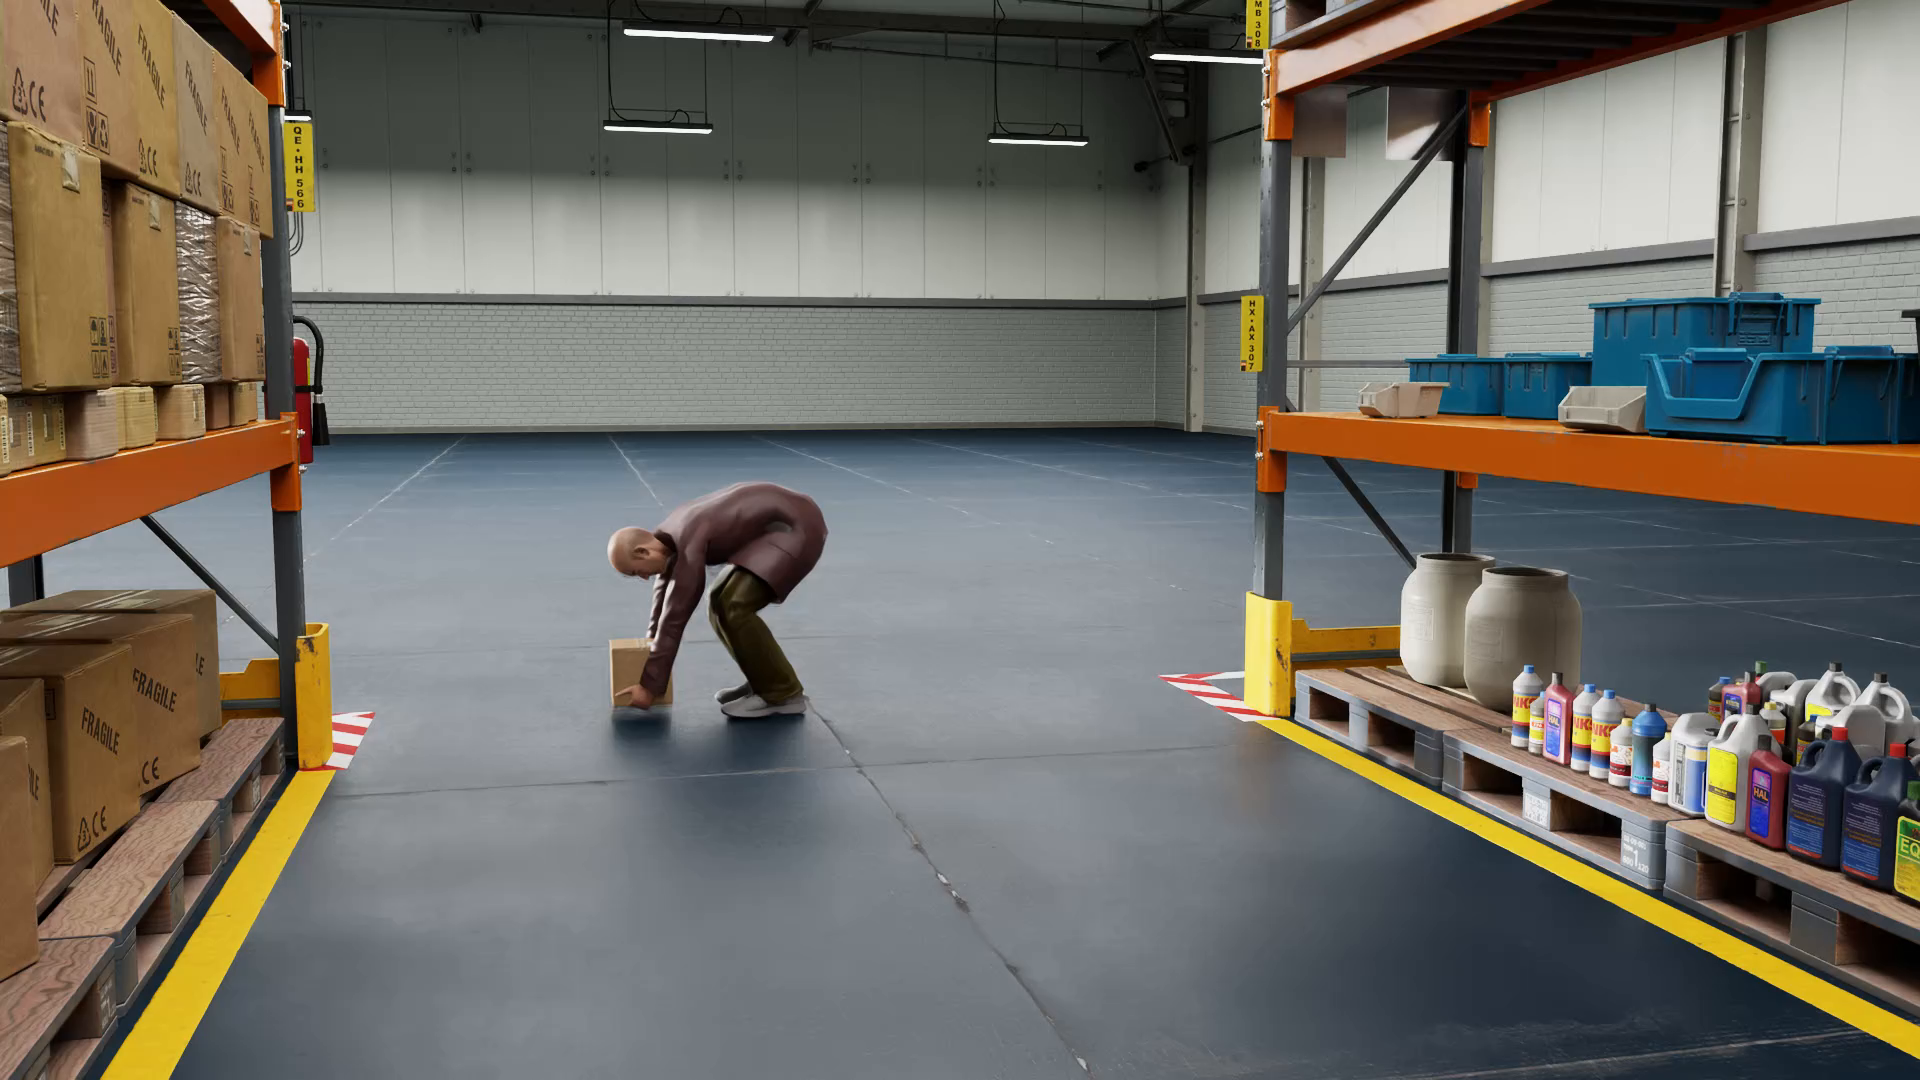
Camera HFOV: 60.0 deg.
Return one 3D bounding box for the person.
[{"bbox_3d":[-1.038,0.248,7.183,0.943,1.010,0.590,-2,6,-16],"label":"person"}]
